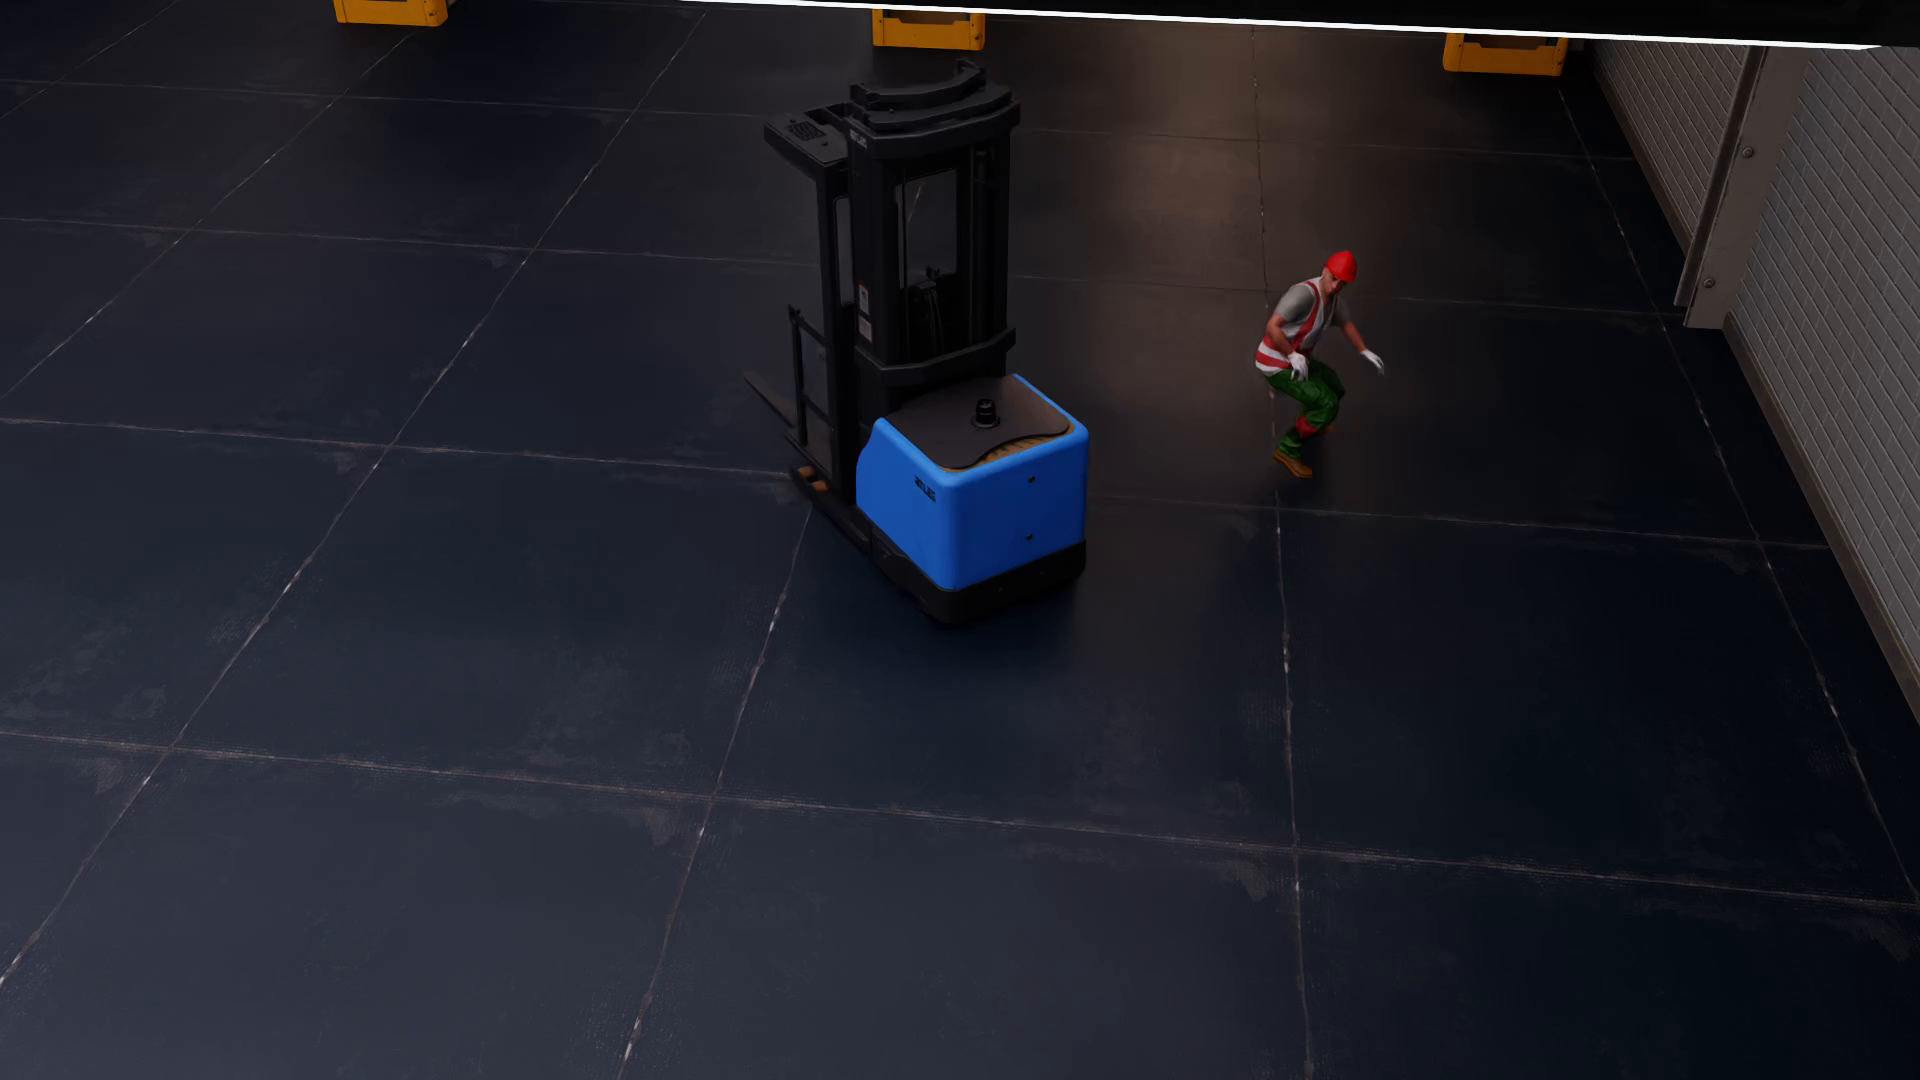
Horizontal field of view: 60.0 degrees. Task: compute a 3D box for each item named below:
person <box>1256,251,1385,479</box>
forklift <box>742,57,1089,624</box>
[{"bbox_3d":[2.336,-1.169,10.859,0.709,1.545,0.887,20,41,25],"label":"person"},{"bbox_3d":[-0.450,-1.534,10.110,1.130,2.935,3.031,-21,41,-26],"label":"forklift"}]
